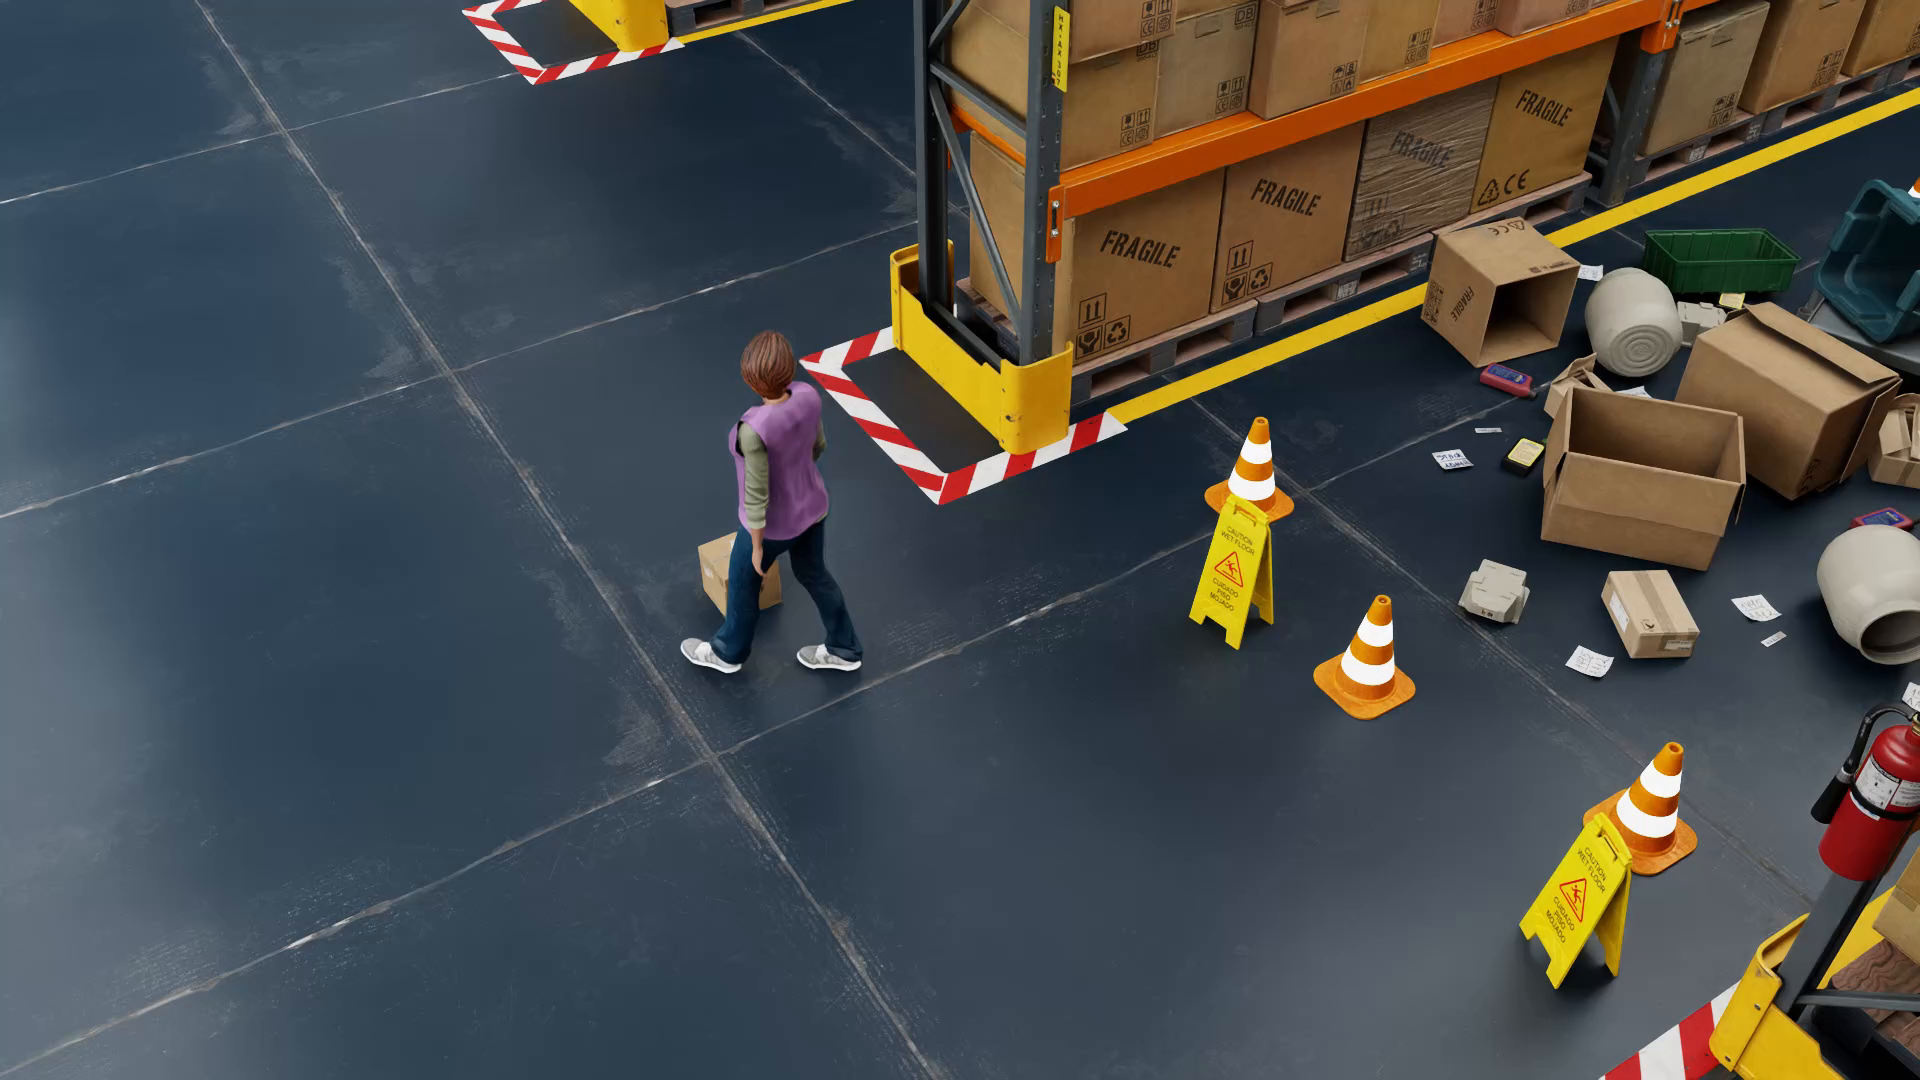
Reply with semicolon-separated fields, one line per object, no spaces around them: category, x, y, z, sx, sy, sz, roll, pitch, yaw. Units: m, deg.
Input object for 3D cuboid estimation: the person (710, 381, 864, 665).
person;-0.671;-0.032;6.320;0.528;1.295;0.473;26;47;26
